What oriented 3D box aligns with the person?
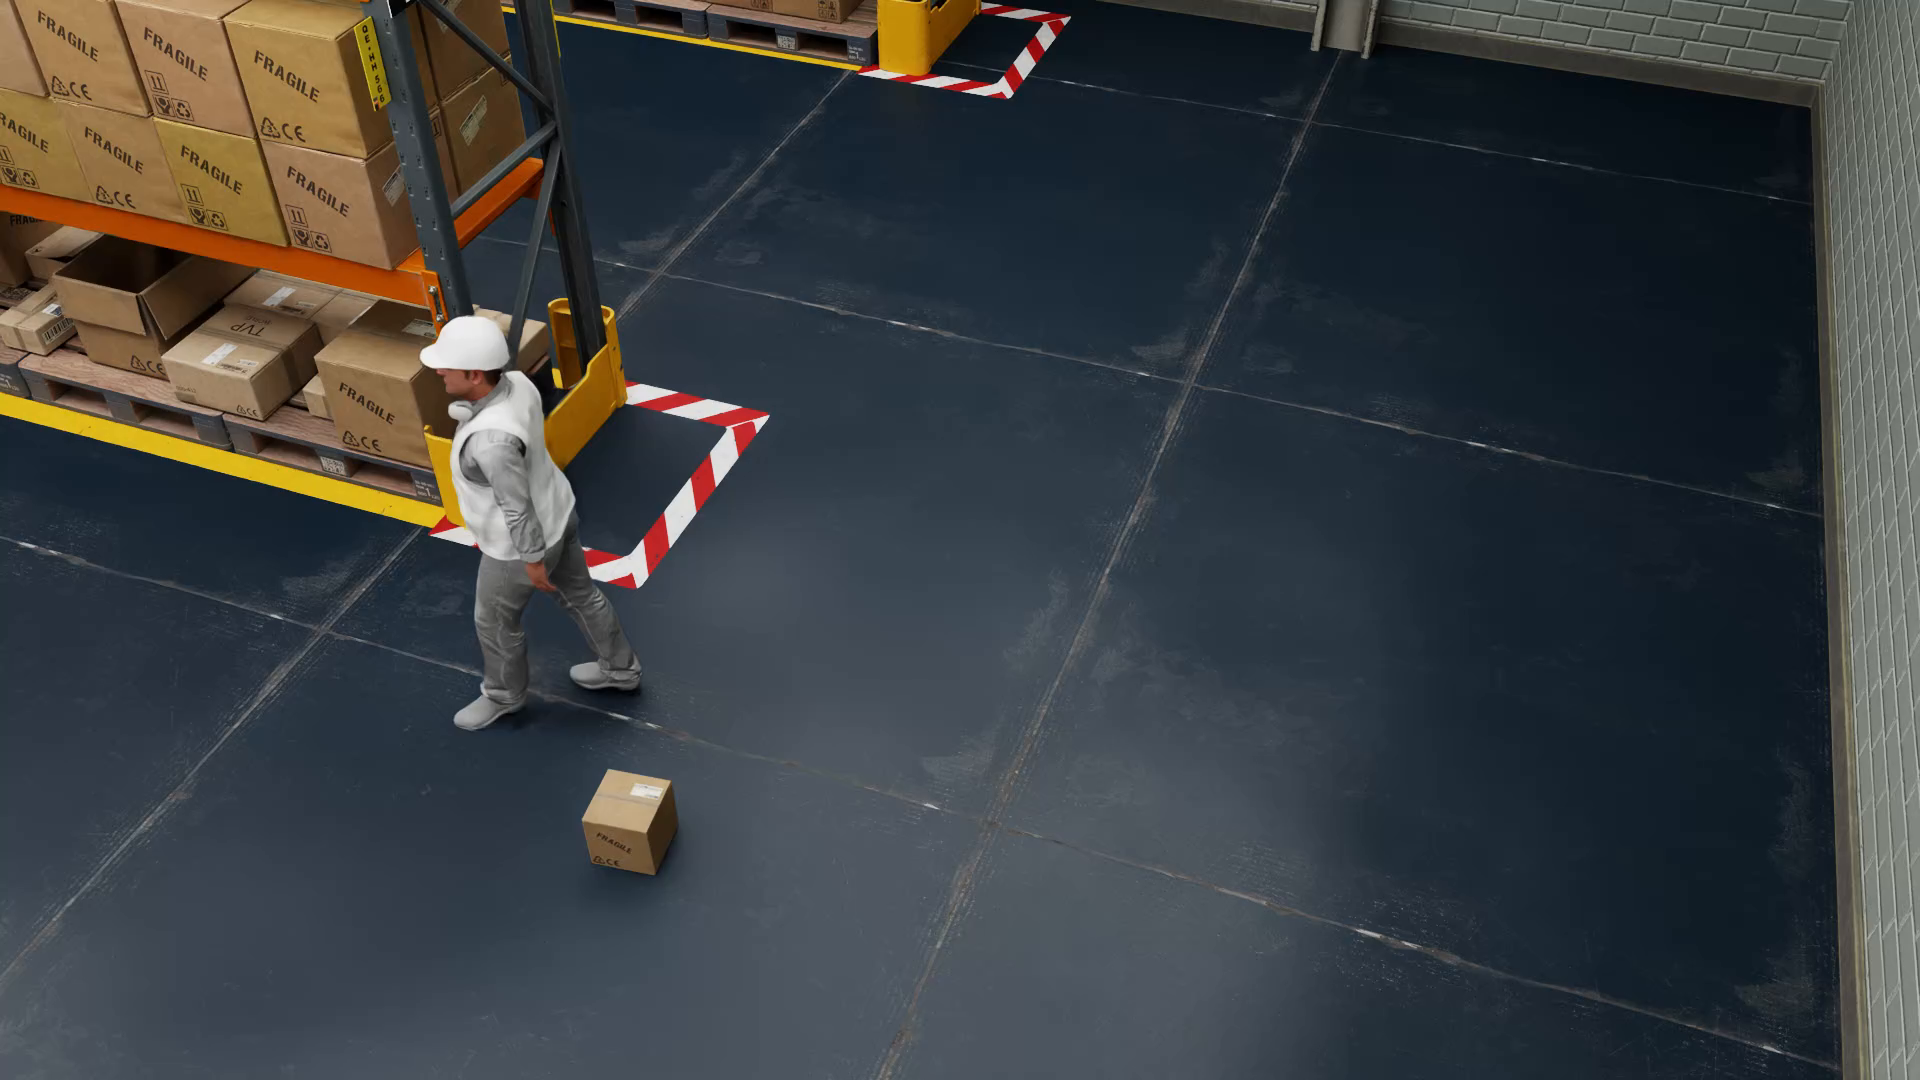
[{"bbox_3d":[-1.640,-0.058,6.211,0.732,1.788,0.524,3,41,4],"label":"person"}]
